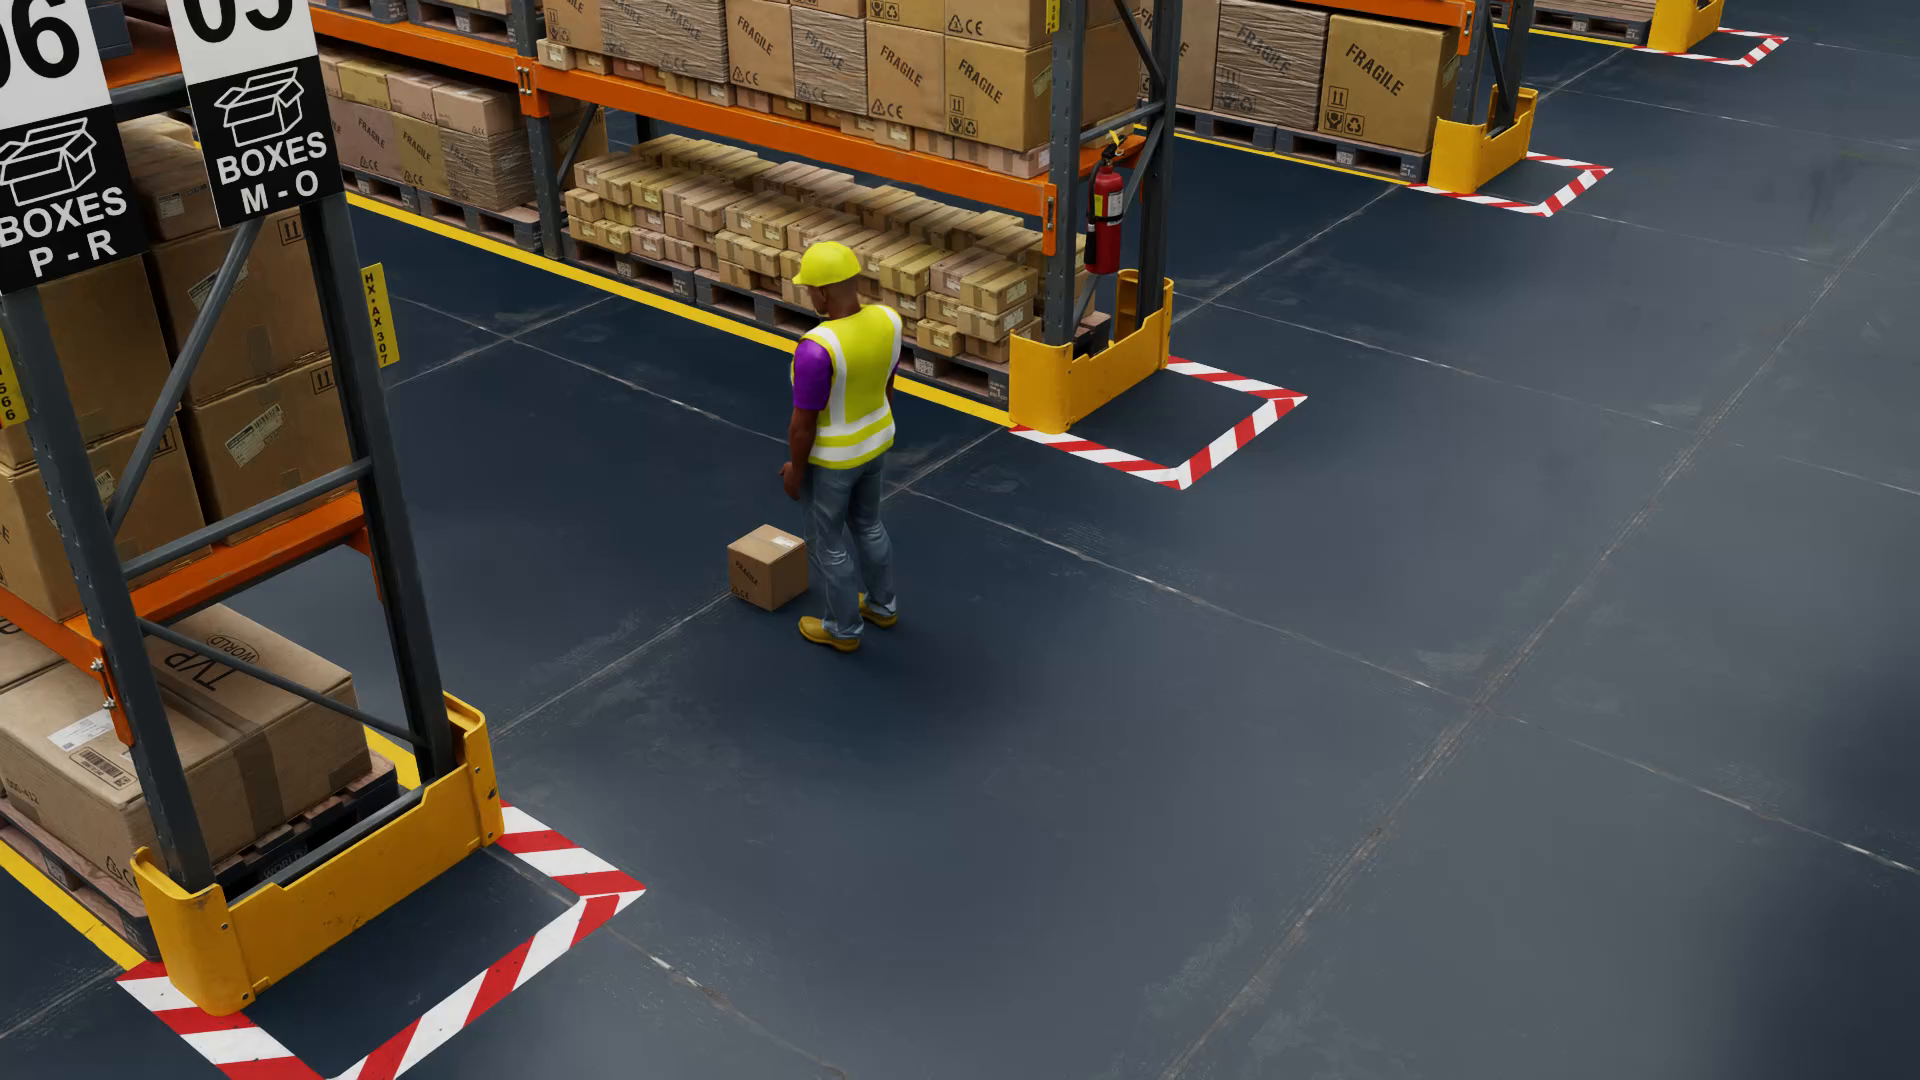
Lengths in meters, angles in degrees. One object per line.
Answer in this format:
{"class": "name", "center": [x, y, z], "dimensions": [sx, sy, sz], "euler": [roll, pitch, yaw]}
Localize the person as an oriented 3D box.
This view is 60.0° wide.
{"class": "person", "center": [-0.477, -0.365, 6.729], "dimensions": [0.365, 1.759, 0.567], "euler": [22, 37, 32]}
